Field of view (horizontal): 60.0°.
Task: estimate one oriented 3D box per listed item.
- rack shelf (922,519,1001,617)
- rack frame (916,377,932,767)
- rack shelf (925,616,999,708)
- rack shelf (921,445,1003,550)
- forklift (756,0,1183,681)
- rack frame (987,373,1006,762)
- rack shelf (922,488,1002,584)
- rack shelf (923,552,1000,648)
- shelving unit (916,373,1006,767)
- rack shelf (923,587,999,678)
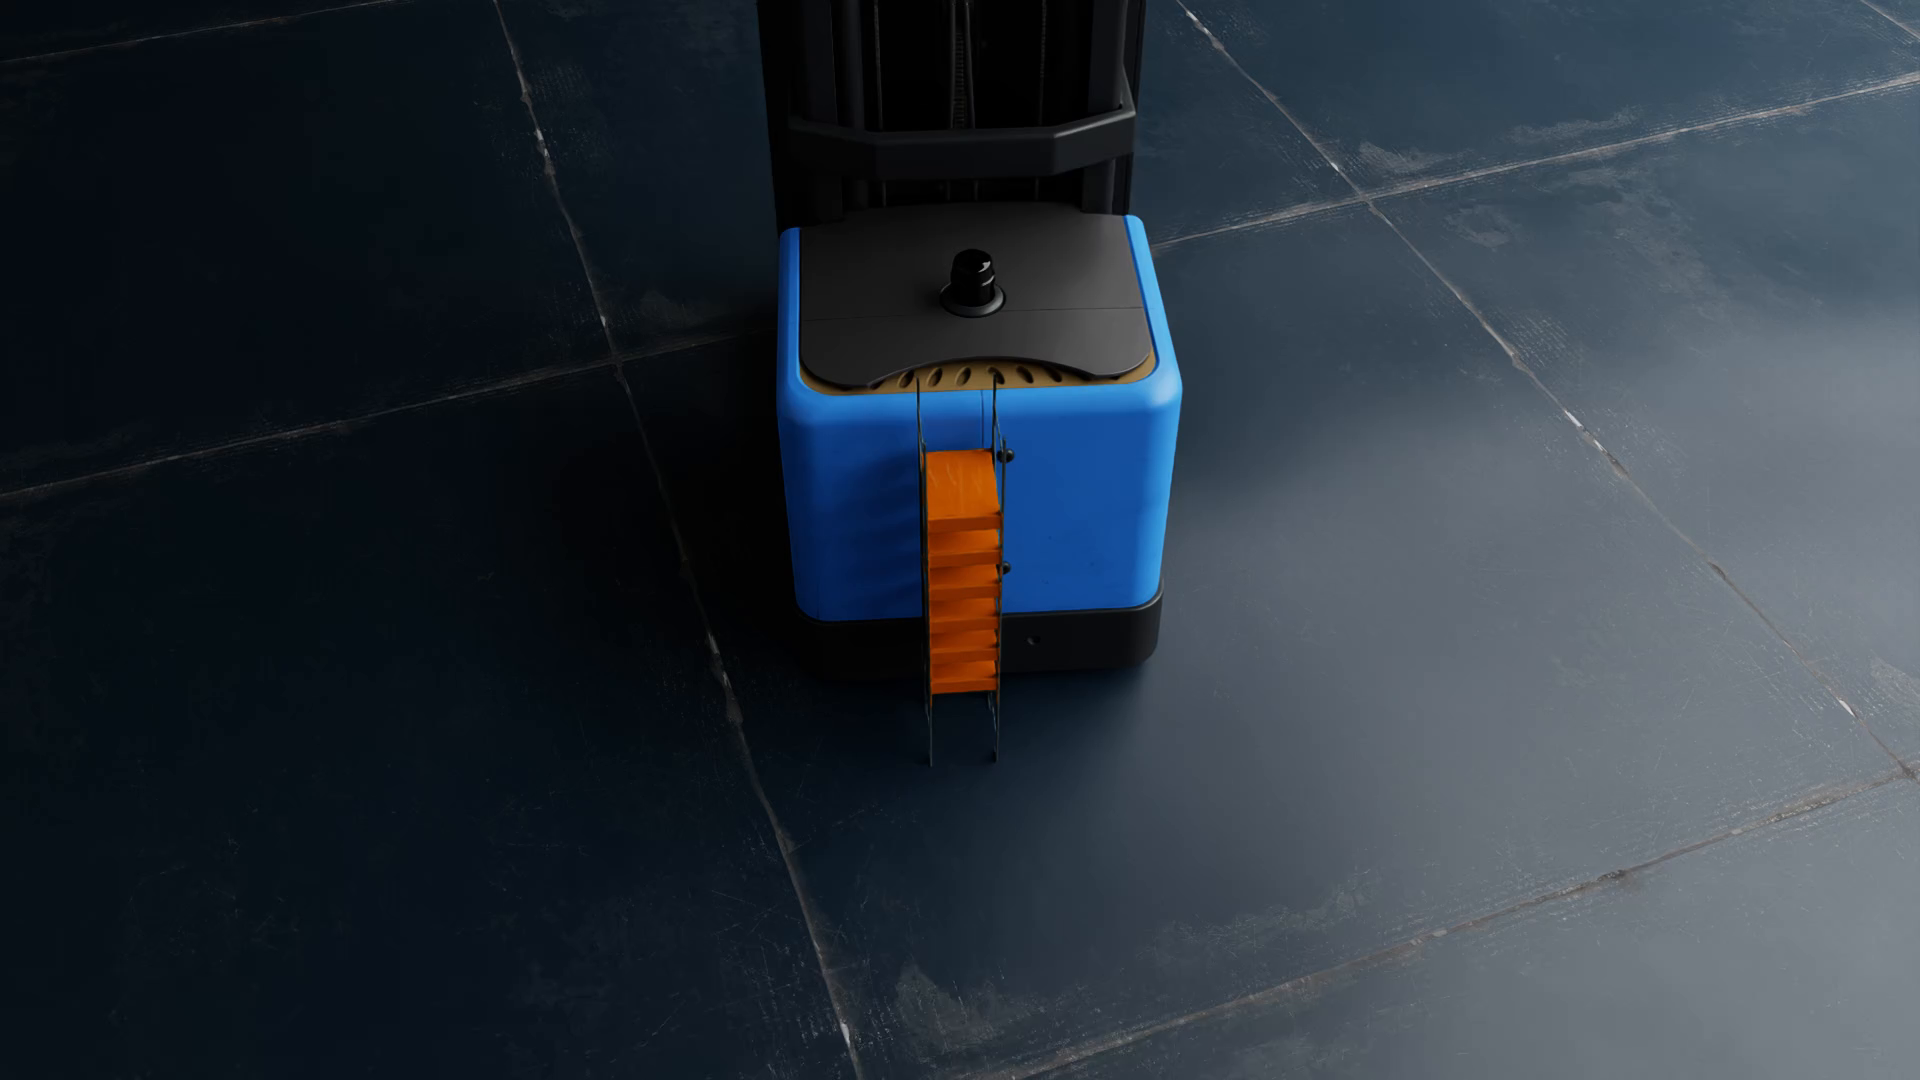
[{"bbox_3d":[0.001,0.064,4.233,0.180,0.103,0.258,-4,45,-4],"label":"rack shelf"},{"bbox_3d":[-0.090,0.123,4.281,0.006,1.200,0.240,-4,45,-4],"label":"rack frame"},{"bbox_3d":[0.001,0.318,4.488,0.180,0.103,0.258,-4,45,-4],"label":"rack shelf"},{"bbox_3d":[0.001,-0.106,4.063,0.180,0.103,0.258,-4,45,-4],"label":"rack shelf"},{"bbox_3d":[-0.038,-1.670,4.845,1.130,2.935,3.031,-3,45,-3],"label":"forklift"},{"bbox_3d":[0.092,0.111,4.292,0.006,1.200,0.240,-4,45,-4],"label":"rack frame"},{"bbox_3d":[0.001,-0.021,4.148,0.180,0.103,0.258,-4,45,-4],"label":"rack shelf"},{"bbox_3d":[0.001,0.148,4.318,0.180,0.103,0.258,-4,45,-4],"label":"rack shelf"},{"bbox_3d":[0.001,0.117,4.286,0.189,1.200,0.258,-4,45,-4],"label":"shelving unit"},{"bbox_3d":[0.001,0.233,4.403,0.180,0.103,0.258,-4,45,-4],"label":"rack shelf"}]
